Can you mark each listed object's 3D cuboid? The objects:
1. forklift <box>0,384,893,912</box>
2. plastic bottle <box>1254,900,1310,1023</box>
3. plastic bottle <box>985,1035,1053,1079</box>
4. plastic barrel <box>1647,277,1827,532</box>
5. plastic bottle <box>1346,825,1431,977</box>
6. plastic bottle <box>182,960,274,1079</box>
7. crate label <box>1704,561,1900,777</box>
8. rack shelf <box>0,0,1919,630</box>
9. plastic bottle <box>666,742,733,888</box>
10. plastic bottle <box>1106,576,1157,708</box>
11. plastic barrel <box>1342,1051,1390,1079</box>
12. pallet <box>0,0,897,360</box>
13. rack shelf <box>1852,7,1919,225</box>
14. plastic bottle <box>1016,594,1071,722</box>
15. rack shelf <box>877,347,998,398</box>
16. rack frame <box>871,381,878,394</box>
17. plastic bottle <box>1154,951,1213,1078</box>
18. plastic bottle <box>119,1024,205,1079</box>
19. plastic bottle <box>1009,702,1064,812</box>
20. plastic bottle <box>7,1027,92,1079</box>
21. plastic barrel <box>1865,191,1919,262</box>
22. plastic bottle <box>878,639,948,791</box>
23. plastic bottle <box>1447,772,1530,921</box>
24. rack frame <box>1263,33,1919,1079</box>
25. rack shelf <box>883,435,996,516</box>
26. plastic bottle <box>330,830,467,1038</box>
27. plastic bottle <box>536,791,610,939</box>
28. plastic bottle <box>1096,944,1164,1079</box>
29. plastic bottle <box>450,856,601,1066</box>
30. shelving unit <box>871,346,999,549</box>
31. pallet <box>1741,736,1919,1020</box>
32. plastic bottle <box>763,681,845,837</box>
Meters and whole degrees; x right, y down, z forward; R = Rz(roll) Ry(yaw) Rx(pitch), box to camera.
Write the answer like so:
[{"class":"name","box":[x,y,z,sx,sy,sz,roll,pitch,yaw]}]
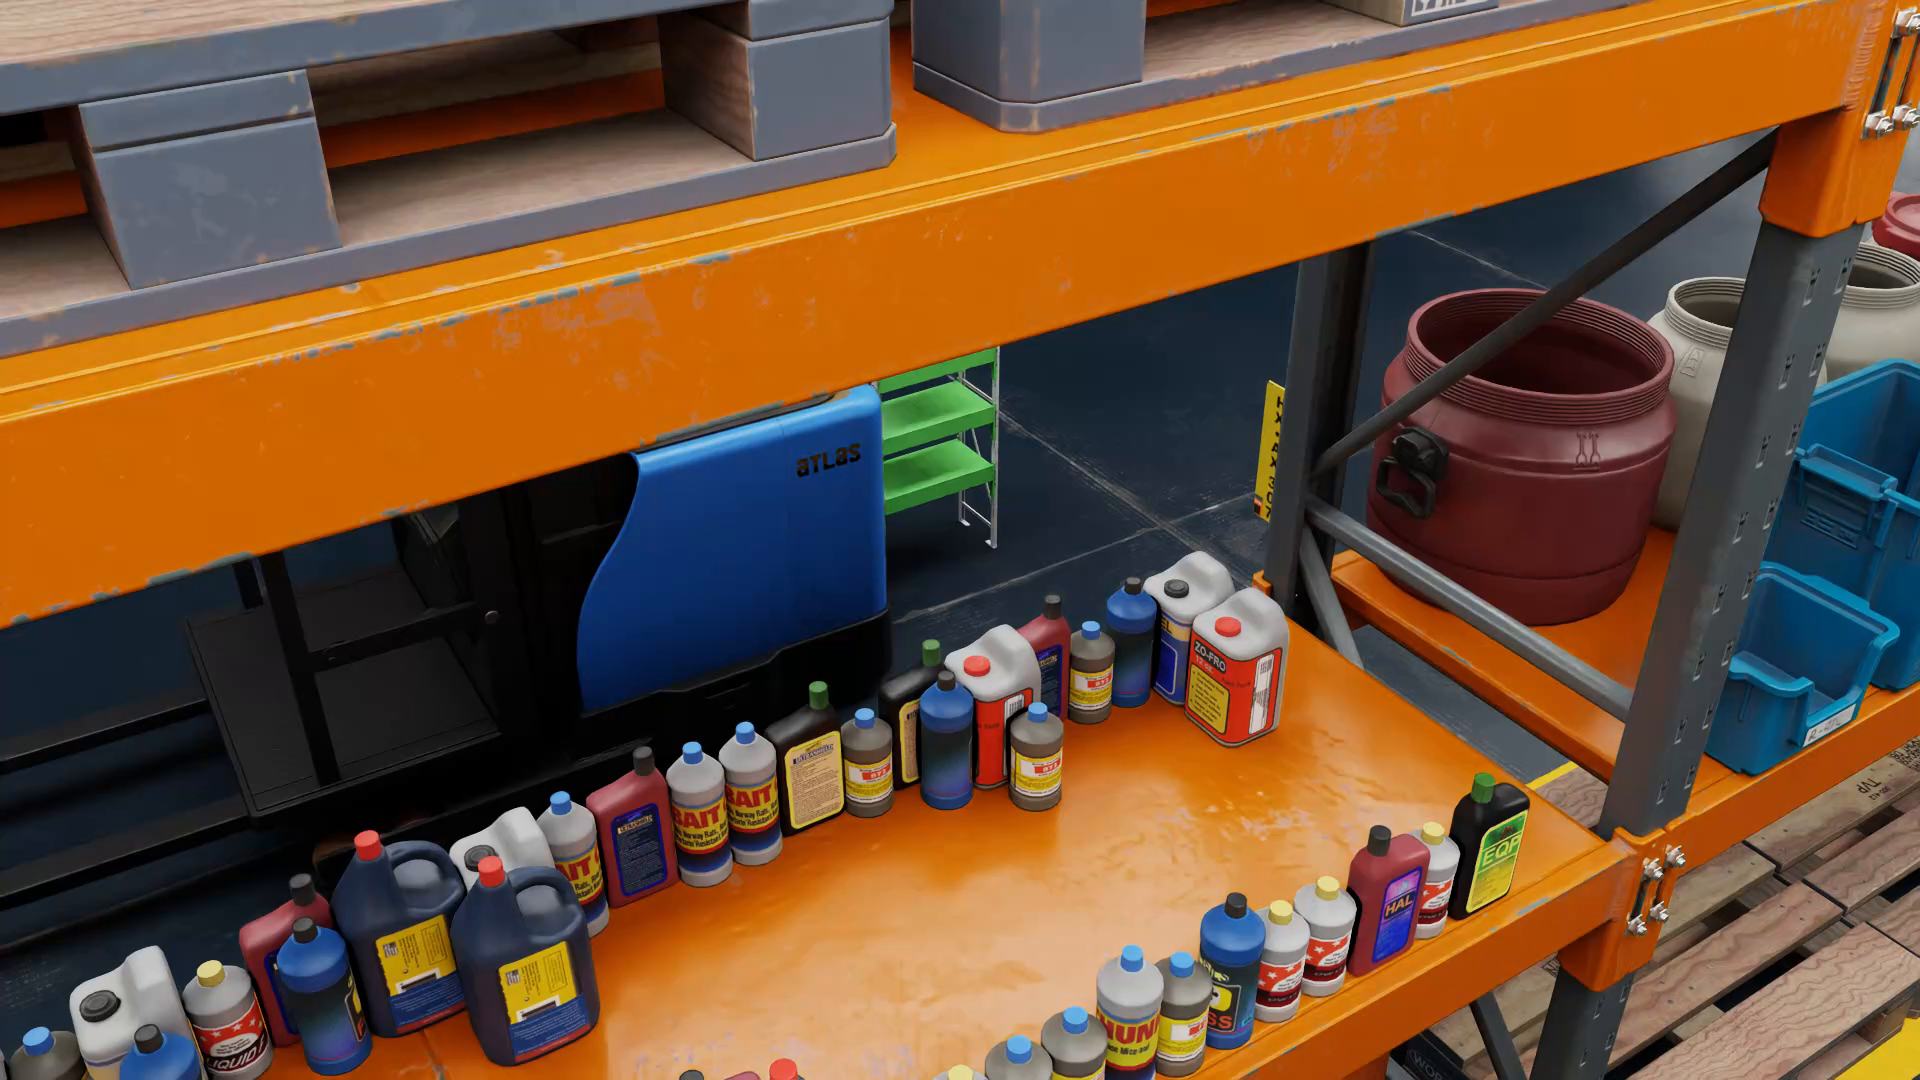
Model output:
[{"class":"forklift","box":[-1.749,-0.578,4.418,3.031,2.935,1.130,-18,36,-26]},{"class":"plastic bottle","box":[0.492,0.648,2.597,0.097,0.201,0.097,0,32,0]},{"class":"plastic bottle","box":[0.083,0.789,2.374,0.097,0.201,0.097,0,32,0]},{"class":"plastic barrel","box":[1.732,-0.304,3.816,0.421,0.512,0.421,0,32,0]},{"class":"plastic bottle","box":[0.680,0.560,2.660,0.133,0.283,0.061,-19,37,-27]},{"class":"plastic bottle","box":[-1.101,0.714,2.492,0.097,0.201,0.097,0,32,0]},{"class":"crate label","box":[1.540,0.253,3.194,0.416,0.233,0.303,-19,37,-27]},{"class":"rack shelf","box":[-0.698,-0.250,1.698,4.000,0.370,1.077,-19,37,-27]},{"class":"plastic bottle","box":[-0.445,0.459,2.832,0.097,0.271,0.097,0,32,0]},{"class":"plastic bottle","box":[0.332,0.192,3.255,0.097,0.271,0.097,0,32,0]},{"class":"plastic barrel","box":[0.581,1.025,3.454,0.708,0.830,0.600,-19,37,-27]},{"class":"pallet","box":[-0.821,-0.496,1.591,1.213,0.211,1.003,-19,37,-27]},{"class":"rack shelf","box":[2.664,-1.407,3.531,4.000,0.370,1.077,-19,37,-27]},{"class":"plastic bottle","box":[0.143,0.240,3.167,0.133,0.283,0.061,-19,37,-27]},{"class":"rack shelf","box":[-0.139,-0.609,5.760,0.480,0.148,0.258,-19,37,-27]},{"class":"rack frame","box":[-0.344,-0.389,5.742,0.015,1.200,0.240,-19,37,-27]},{"class":"plastic bottle","box":[0.328,0.704,2.508,0.097,0.201,0.097,0,32,0]},{"class":"plastic bottle","box":[-1.101,0.781,2.321,0.097,0.271,0.097,0,32,0]},{"class":"plastic bottle","box":[0.139,0.384,3.015,0.097,0.201,0.097,0,32,0]},{"class":"plastic bottle","box":[-1.296,0.781,2.386,0.097,0.201,0.097,0,32,0]},{"class":"plastic barrel","box":[2.442,-0.562,4.203,0.433,0.535,0.433,0,32,0]},{"class":"plastic bottle","box":[-0.082,0.317,3.045,0.133,0.283,0.061,-19,37,-27]},{"class":"plastic bottle","box":[0.874,0.494,2.766,0.133,0.283,0.061,-19,37,-27]},{"class":"rack frame","box":[0.983,0.136,3.223,0.127,3.000,1.000,-19,37,-27]},{"class":"rack shelf","box":[-0.139,-0.203,6.016,0.480,0.148,0.258,-19,37,-27]},{"class":"plastic bottle","box":[-0.858,0.582,2.562,0.185,0.351,0.144,-19,37,-27]},{"class":"plastic bottle","box":[-0.639,0.526,2.726,0.097,0.271,0.097,0,32,0]},{"class":"plastic bottle","box":[0.246,0.703,2.445,0.097,0.271,0.097,0,32,0]},{"class":"plastic bottle","box":[-0.662,0.612,2.515,0.185,0.351,0.144,-19,37,-27]},{"class":"shelving unit","box":[-0.139,-0.460,5.854,0.503,1.200,0.258,-19,37,-27]},{"class":"pallet","box":[2.680,0.758,4.850,1.213,0.211,1.003,-19,37,-27]},{"class":"plastic bottle","box":[-0.276,0.384,2.939,0.133,0.283,0.061,-19,37,-27]}]
